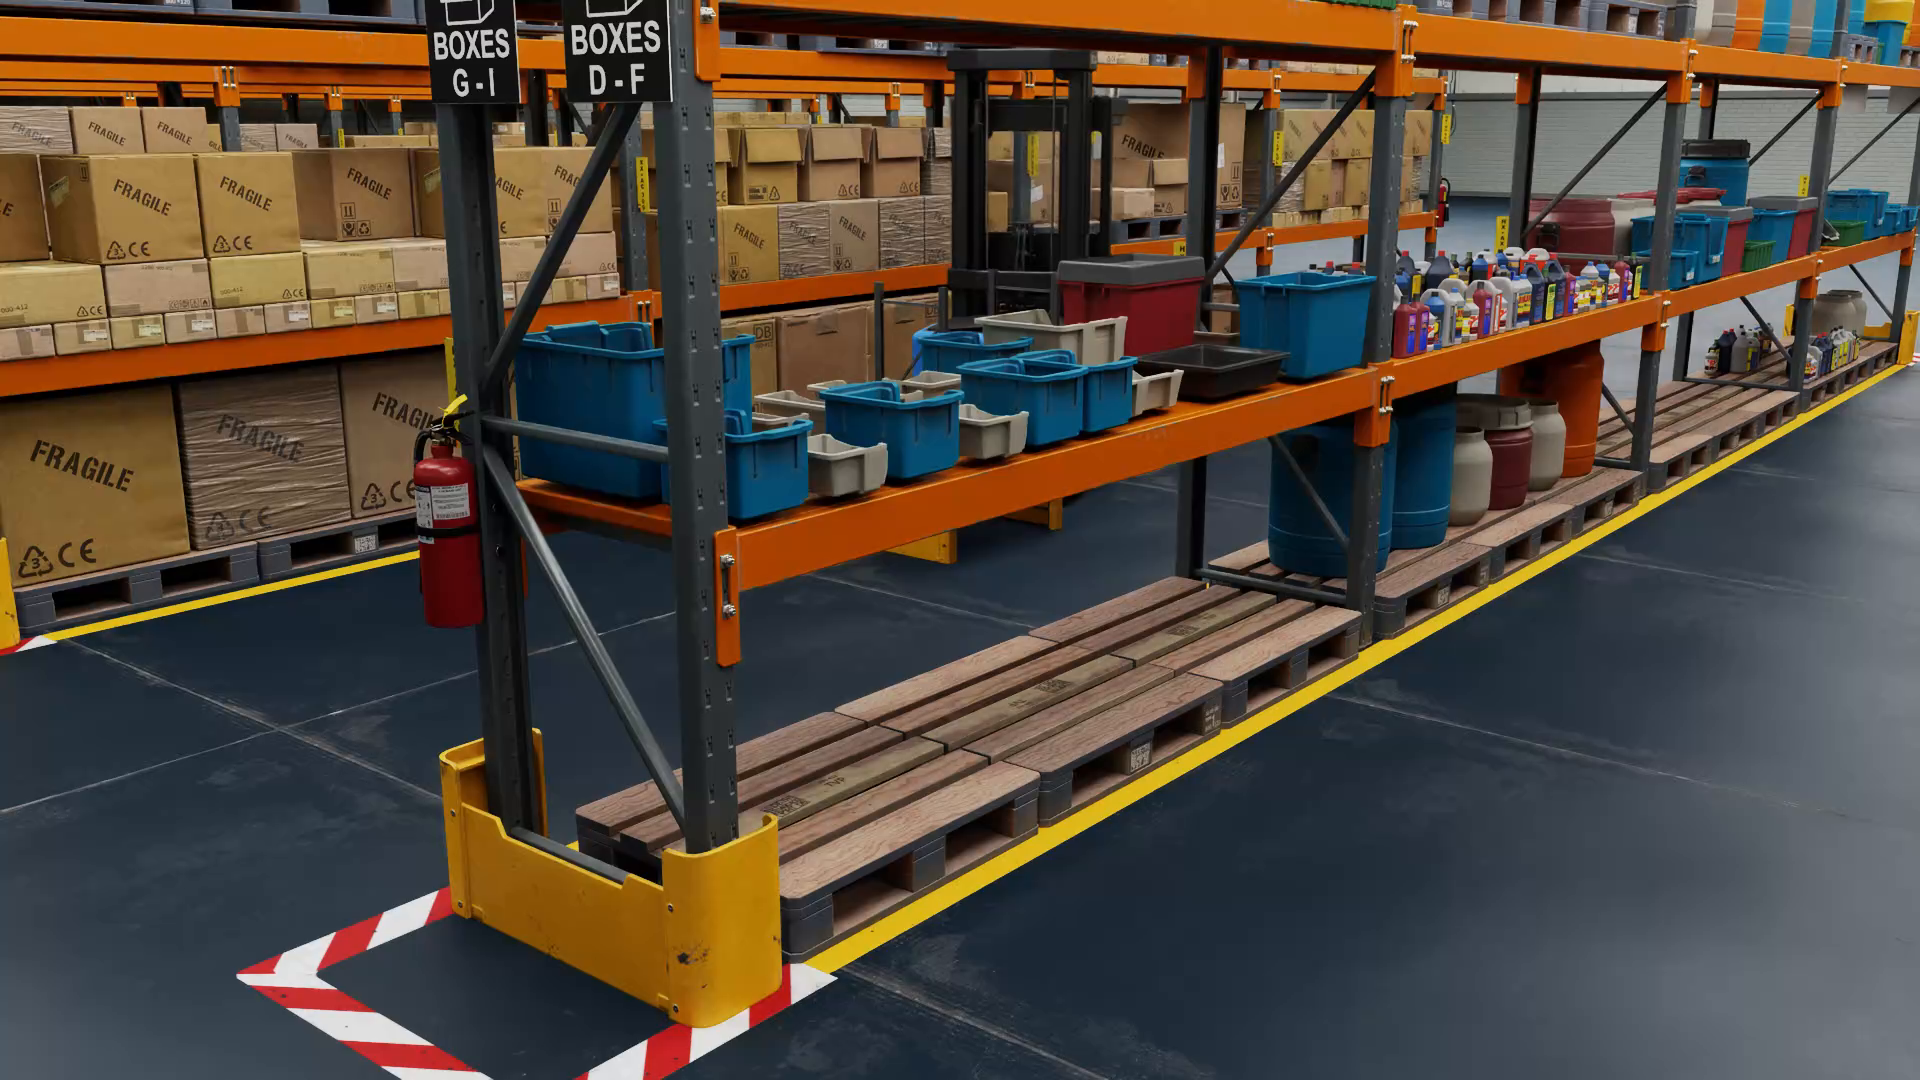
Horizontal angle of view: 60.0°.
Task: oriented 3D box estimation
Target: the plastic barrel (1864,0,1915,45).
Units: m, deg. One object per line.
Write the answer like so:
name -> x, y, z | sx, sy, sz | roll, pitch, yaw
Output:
plastic barrel -> 8.406, -4.841, 15.259 | 0.600, 0.588, 0.600 | 0, 14, 0

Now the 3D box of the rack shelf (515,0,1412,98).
rack shelf -> 0.225, -1.754, 5.806 | 1.077, 0.370, 4.000 | 11, 18, 38

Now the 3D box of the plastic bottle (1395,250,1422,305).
plastic bottle -> 2.497, -1.446, 9.323 | 0.144, 0.351, 0.185 | 11, 18, 38

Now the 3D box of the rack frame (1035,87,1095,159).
rack frame -> 1.377, -4.884, 22.755 | 1.000, 3.000, 0.127 | 11, 18, 38

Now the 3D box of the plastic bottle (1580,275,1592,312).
plastic bottle -> 3.536, -1.402, 9.452 | 0.097, 0.201, 0.097 | 0, 14, 0

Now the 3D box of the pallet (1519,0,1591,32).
pallet -> 2.609, -2.777, 8.755 | 1.003, 0.211, 1.213 | 11, 18, 38

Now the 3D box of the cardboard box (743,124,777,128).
cardboard box -> -2.403, -4.263, 18.077 | 0.700, 0.500, 0.500 | 11, 18, 37

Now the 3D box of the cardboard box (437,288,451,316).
cardboard box -> -2.954, -1.371, 9.437 | 0.380, 0.149, 0.250 | 12, 18, 39

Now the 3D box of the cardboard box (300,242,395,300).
cardboard box -> -3.409, -1.451, 8.944 | 0.500, 0.250, 0.500 | 11, 18, 36

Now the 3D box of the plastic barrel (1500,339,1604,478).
plastic barrel -> 3.702, -0.854, 10.446 | 0.600, 0.830, 0.708 | 11, 18, 38

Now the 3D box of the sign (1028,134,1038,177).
sign -> 0.577, -3.041, 13.148 | 0.100, 0.325, 0.005 | 11, 18, 38

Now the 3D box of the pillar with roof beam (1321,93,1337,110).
pillar with roof beam -> 14.665, -14.391, 47.994 | 9.100, 9.000, 0.400 | 11, 18, 38

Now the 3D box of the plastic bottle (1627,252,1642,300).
plastic bottle -> 4.073, -1.598, 10.059 | 0.061, 0.283, 0.133 | 11, 18, 38

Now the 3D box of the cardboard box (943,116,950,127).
cardboard box -> -0.623, -4.902, 20.331 | 0.875, 0.550, 0.550 | 11, 18, 38

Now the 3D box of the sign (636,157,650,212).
sign -> -1.938, -2.171, 10.158 | 0.100, 0.325, 0.005 | 11, 18, 38

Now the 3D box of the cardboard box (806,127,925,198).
cardboard box -> -0.741, -2.838, 12.460 | 0.797, 0.503, 0.637 | 12, 18, 39

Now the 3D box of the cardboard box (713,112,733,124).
cardboard box -> -3.674, -5.893, 23.889 | 0.700, 0.500, 0.500 | 11, 18, 37

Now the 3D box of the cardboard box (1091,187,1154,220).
cardboard box -> 1.376, -2.981, 14.717 | 0.500, 0.250, 0.500 | 11, 18, 36

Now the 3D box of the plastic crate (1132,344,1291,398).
plastic crate -> 0.987, -0.672, 6.613 | 0.437, 0.125, 0.590 | 11, 18, 38

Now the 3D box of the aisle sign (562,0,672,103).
aisle sign -> -0.847, -1.466, 4.023 | 0.394, 0.787, 0.004 | 11, 18, 38

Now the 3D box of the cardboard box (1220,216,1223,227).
cardboard box -> 2.564, -3.296, 17.014 | 0.380, 0.149, 0.250 | 11, 18, 38

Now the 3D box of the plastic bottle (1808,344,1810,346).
plastic bottle -> 7.337, -1.592, 14.445 | 0.097, 0.271, 0.097 | 0, 14, 0

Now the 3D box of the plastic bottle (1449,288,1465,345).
plastic bottle -> 2.393, -1.088, 8.073 | 0.097, 0.271, 0.097 | 0, 14, 0

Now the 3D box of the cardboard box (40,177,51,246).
cardboard box -> -6.890, -2.448, 12.358 | 0.500, 0.500, 0.500 | 11, 18, 37

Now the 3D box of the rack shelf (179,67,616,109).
rack shelf -> -4.908, -4.074, 14.936 | 1.077, 0.370, 4.000 | 11, 18, 38

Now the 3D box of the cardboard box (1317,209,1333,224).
cardboard box -> 3.668, -3.393, 17.395 | 0.380, 0.149, 0.250 | 11, 18, 38

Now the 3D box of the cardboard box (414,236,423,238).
cardboard box -> -3.186, -1.726, 10.027 | 0.500, 0.250, 0.500 | 11, 18, 37

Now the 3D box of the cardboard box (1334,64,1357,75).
cardboard box -> 3.789, -4.954, 17.244 | 0.500, 0.250, 0.500 | 10, 18, 35

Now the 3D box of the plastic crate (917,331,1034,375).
plastic crate -> 0.059, -0.647, 6.296 | 0.416, 0.233, 0.300 | 11, 18, 38

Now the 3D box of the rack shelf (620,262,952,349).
rack shelf -> -1.114, -1.833, 12.207 | 1.077, 0.370, 4.000 | 11, 18, 38

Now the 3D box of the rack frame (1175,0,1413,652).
rack frame -> 1.482, -1.032, 7.594 | 1.000, 3.000, 0.127 | 11, 18, 38

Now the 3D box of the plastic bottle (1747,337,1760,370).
plastic bottle -> 6.942, -1.644, 14.641 | 0.152, 0.276, 0.135 | 11, 18, 38

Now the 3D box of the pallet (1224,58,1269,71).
pallet -> 2.186, -4.592, 15.895 | 1.213, 0.211, 1.003 | 11, 18, 38

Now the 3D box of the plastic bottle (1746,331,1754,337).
plastic bottle -> 7.119, -1.754, 15.075 | 0.152, 0.276, 0.135 | 12, 18, 39

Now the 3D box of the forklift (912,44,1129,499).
forklift -> 0.541, -1.998, 11.534 | 1.130, 2.935, 3.031 | 4, 15, 14

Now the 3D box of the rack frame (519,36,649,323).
rack frame -> -2.371, -1.799, 10.611 | 1.000, 3.000, 0.127 | 11, 18, 38

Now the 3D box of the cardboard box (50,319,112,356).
cardboard box -> -4.245, -0.977, 7.888 | 0.380, 0.149, 0.250 | 11, 18, 37

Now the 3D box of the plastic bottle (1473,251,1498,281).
plastic bottle -> 3.182, -1.617, 10.147 | 0.152, 0.276, 0.135 | 11, 18, 38

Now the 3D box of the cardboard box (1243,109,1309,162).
cardboard box -> 3.138, -4.055, 16.654 | 0.500, 0.500, 0.500 | 11, 18, 38

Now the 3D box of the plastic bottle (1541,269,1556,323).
plastic bottle -> 3.155, -1.318, 8.957 | 0.061, 0.283, 0.133 | 11, 18, 38

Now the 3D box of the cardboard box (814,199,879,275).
cardboard box -> -0.936, -2.189, 11.943 | 0.500, 0.500, 0.500 | 12, 18, 39

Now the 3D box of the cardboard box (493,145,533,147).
cardboard box -> -2.871, -2.181, 10.295 | 0.500, 0.500, 0.500 | 11, 18, 38

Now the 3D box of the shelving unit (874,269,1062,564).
shelving unit -> 0.048, -0.742, 9.496 | 0.587, 1.500, 1.083 | 11, 18, 38

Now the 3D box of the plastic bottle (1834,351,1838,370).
plastic bottle -> 7.655, -1.598, 14.612 | 0.097, 0.201, 0.097 | 0, 14, 0

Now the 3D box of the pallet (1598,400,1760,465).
pallet -> 5.280, -0.822, 12.429 | 1.003, 0.211, 1.213 | 11, 18, 38

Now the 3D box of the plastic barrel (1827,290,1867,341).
plastic barrel -> 8.670, -2.190, 16.352 | 0.421, 0.512, 0.421 | 0, 14, 0

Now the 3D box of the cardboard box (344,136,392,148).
cardboard box -> -7.102, -4.545, 19.761 | 0.500, 0.500, 0.500 | 11, 18, 36

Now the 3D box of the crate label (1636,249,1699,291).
crate label -> 4.552, -1.740, 10.719 | 0.303, 0.233, 0.416 | 11, 18, 38

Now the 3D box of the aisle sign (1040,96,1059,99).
aisle sign -> 1.188, -6.204, 22.671 | 0.394, 0.787, 0.004 | 11, 18, 38

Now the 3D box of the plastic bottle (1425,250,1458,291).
plastic bottle -> 2.700, -1.448, 9.332 | 0.144, 0.351, 0.185 | 11, 18, 38

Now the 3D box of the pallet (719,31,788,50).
pallet -> -1.833, -3.343, 10.987 | 0.805, 0.209, 1.217 | 10, 18, 35
